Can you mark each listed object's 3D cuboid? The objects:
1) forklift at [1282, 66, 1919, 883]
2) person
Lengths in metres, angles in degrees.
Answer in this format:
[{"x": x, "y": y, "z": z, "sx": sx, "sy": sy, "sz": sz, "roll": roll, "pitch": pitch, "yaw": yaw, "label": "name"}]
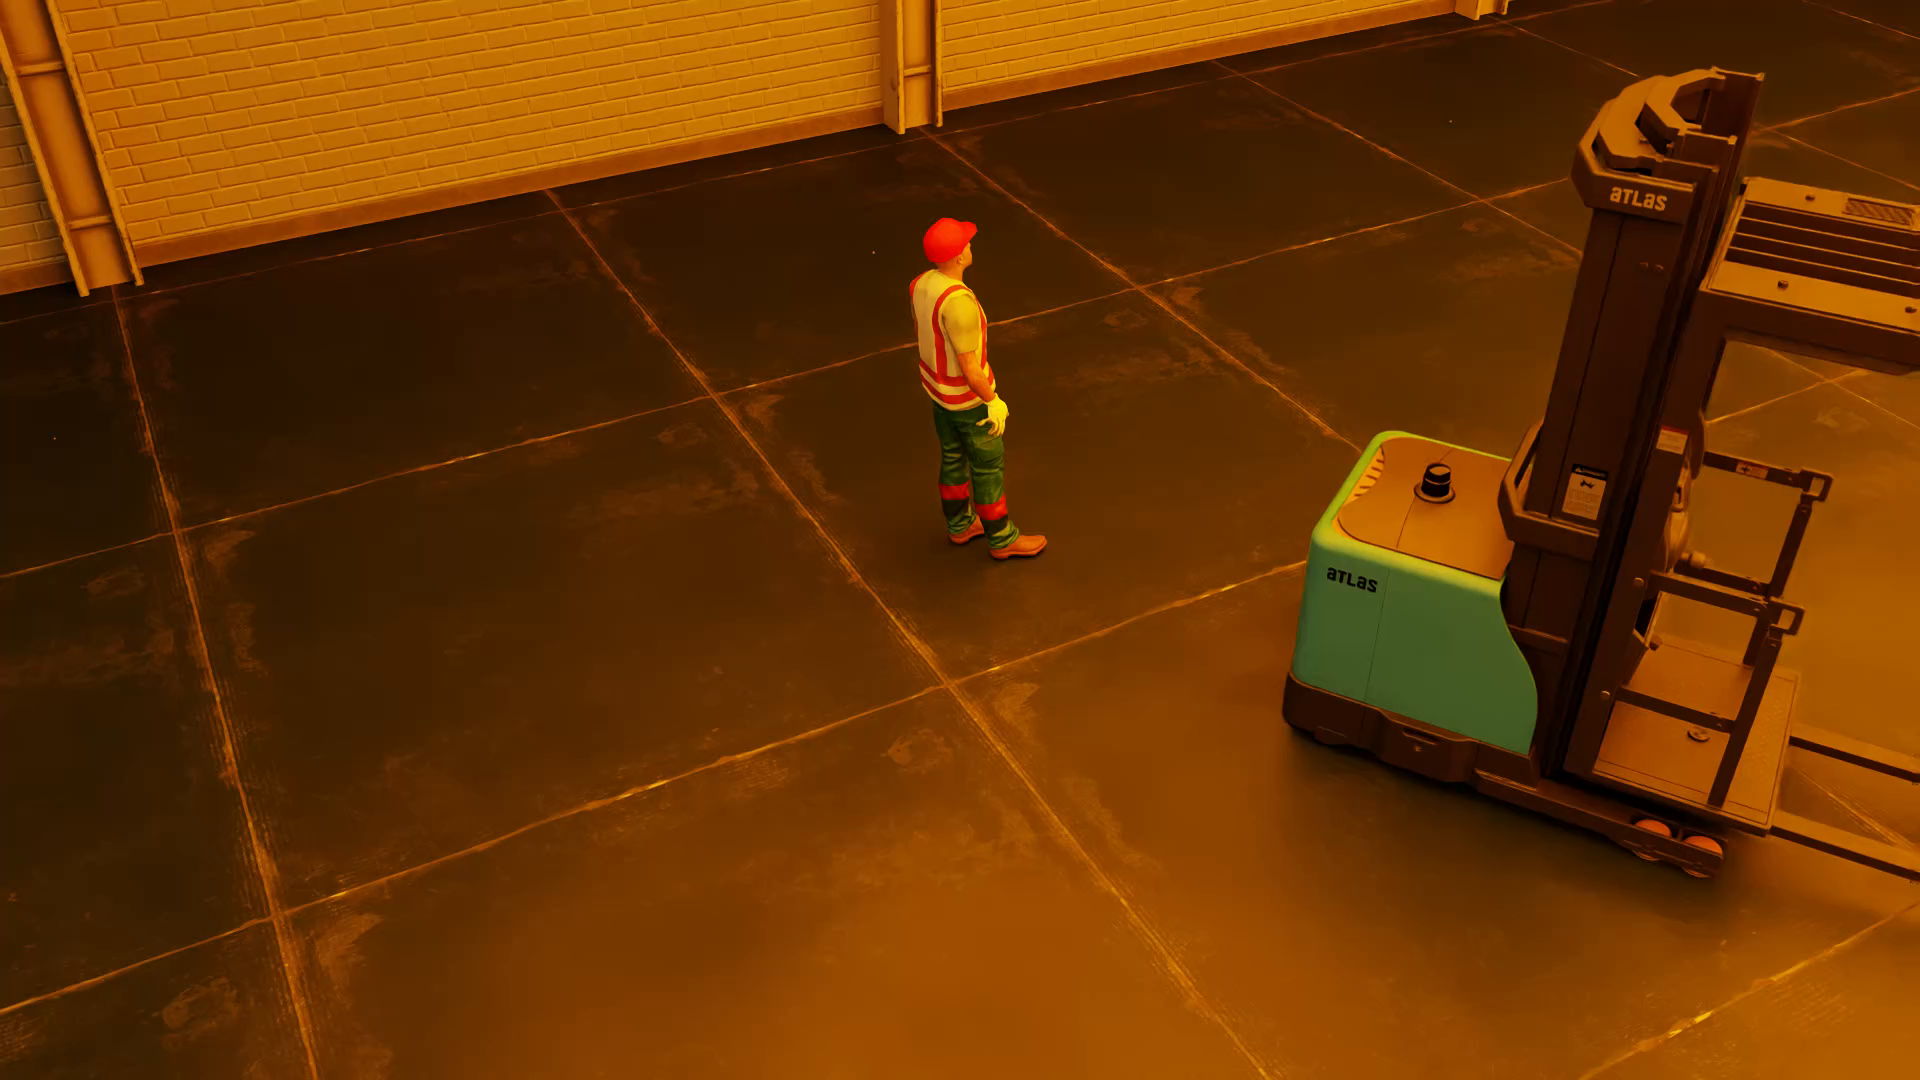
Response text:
[{"x": 2.985, "y": -0.185, "z": 6.385, "sx": 3.031, "sy": 2.935, "sz": 1.130, "roll": 17, "pitch": 39, "yaw": 23, "label": "forklift"}, {"x": 0.076, "y": -0.752, "z": 8.163, "sx": 0.564, "sy": 1.787, "sz": 0.637, "roll": -17, "pitch": 39, "yaw": -23, "label": "person"}]
